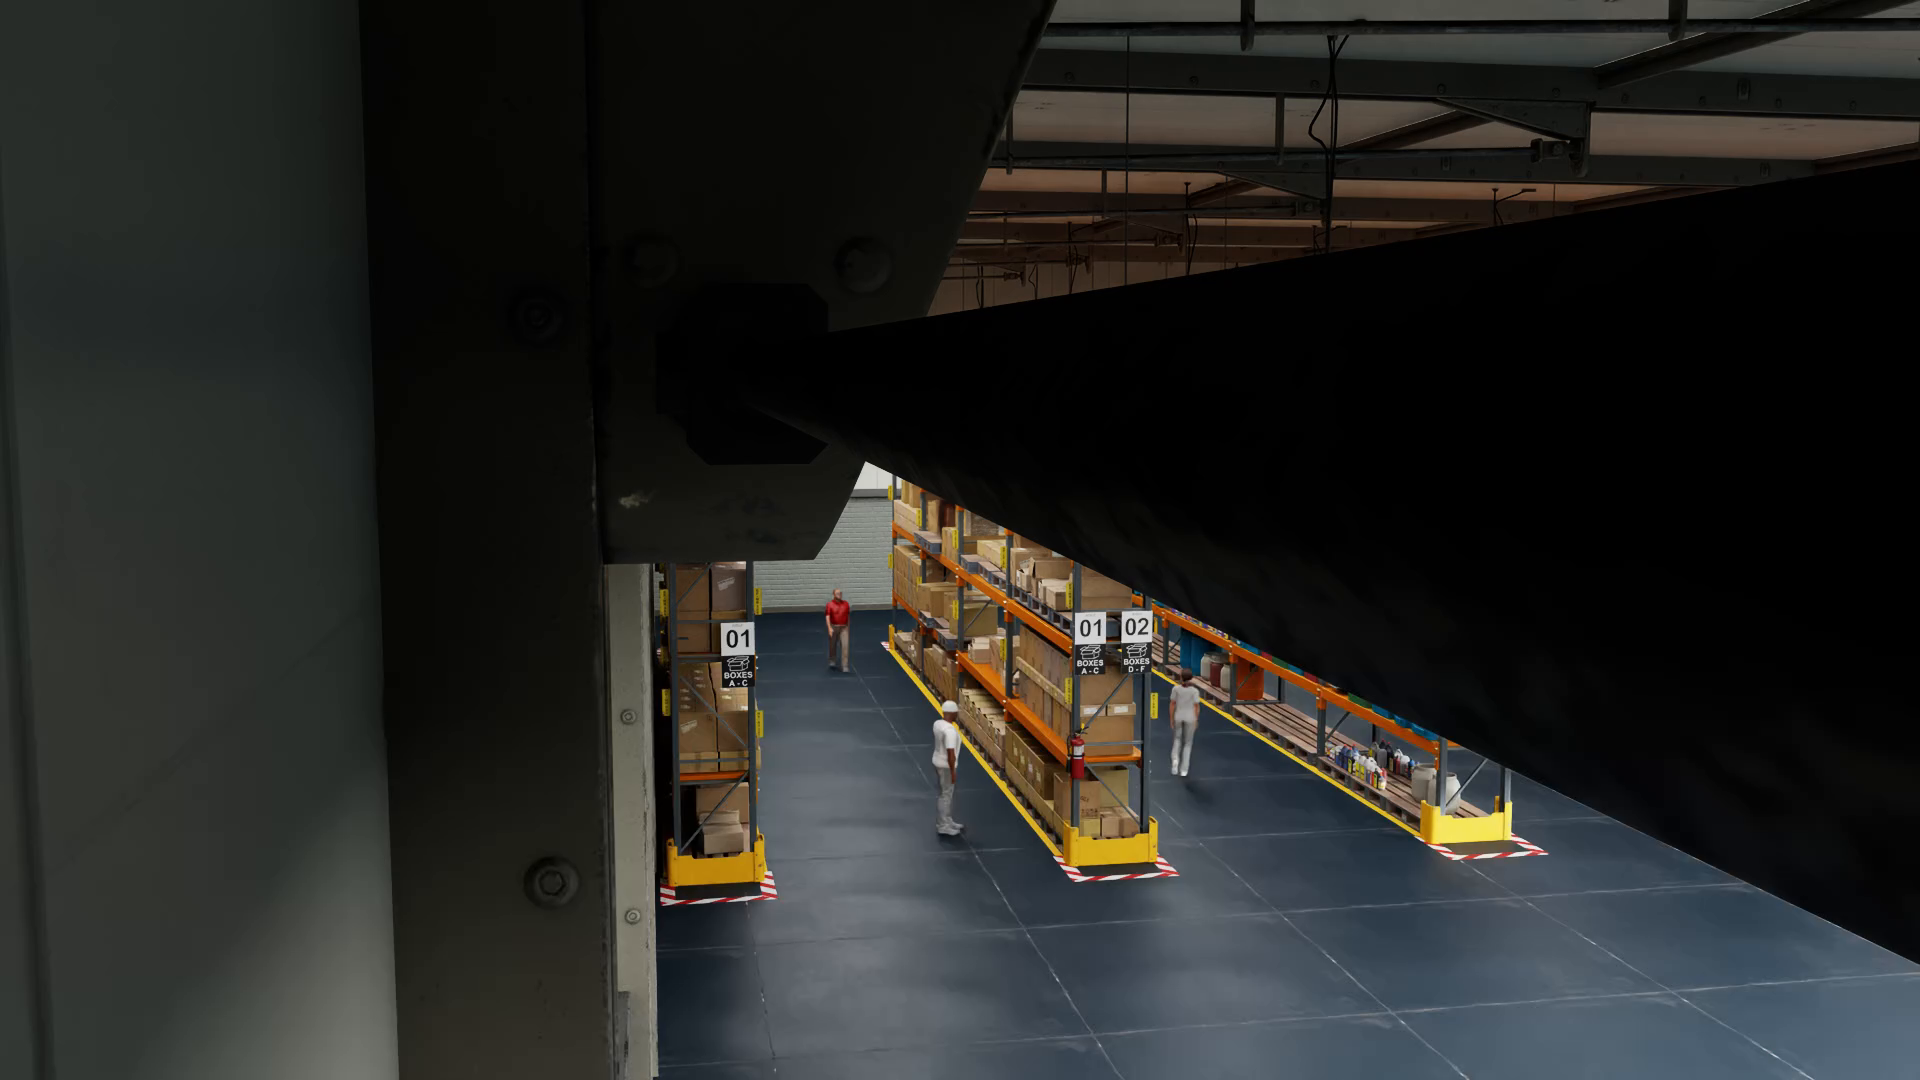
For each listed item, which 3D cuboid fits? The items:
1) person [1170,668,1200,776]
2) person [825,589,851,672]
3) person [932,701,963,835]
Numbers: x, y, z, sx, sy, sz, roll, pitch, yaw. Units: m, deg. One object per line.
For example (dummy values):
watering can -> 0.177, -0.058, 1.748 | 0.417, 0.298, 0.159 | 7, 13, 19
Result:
person -> 3.415, 2.762, 25.254 | 0.447, 1.661, 0.484 | 3, 7, 25
person -> -2.483, 1.833, 33.911 | 0.546, 1.659, 1.050 | -1, 6, -10
person -> -0.151, 3.036, 22.304 | 0.414, 1.783, 0.589 | -2, 6, -16
